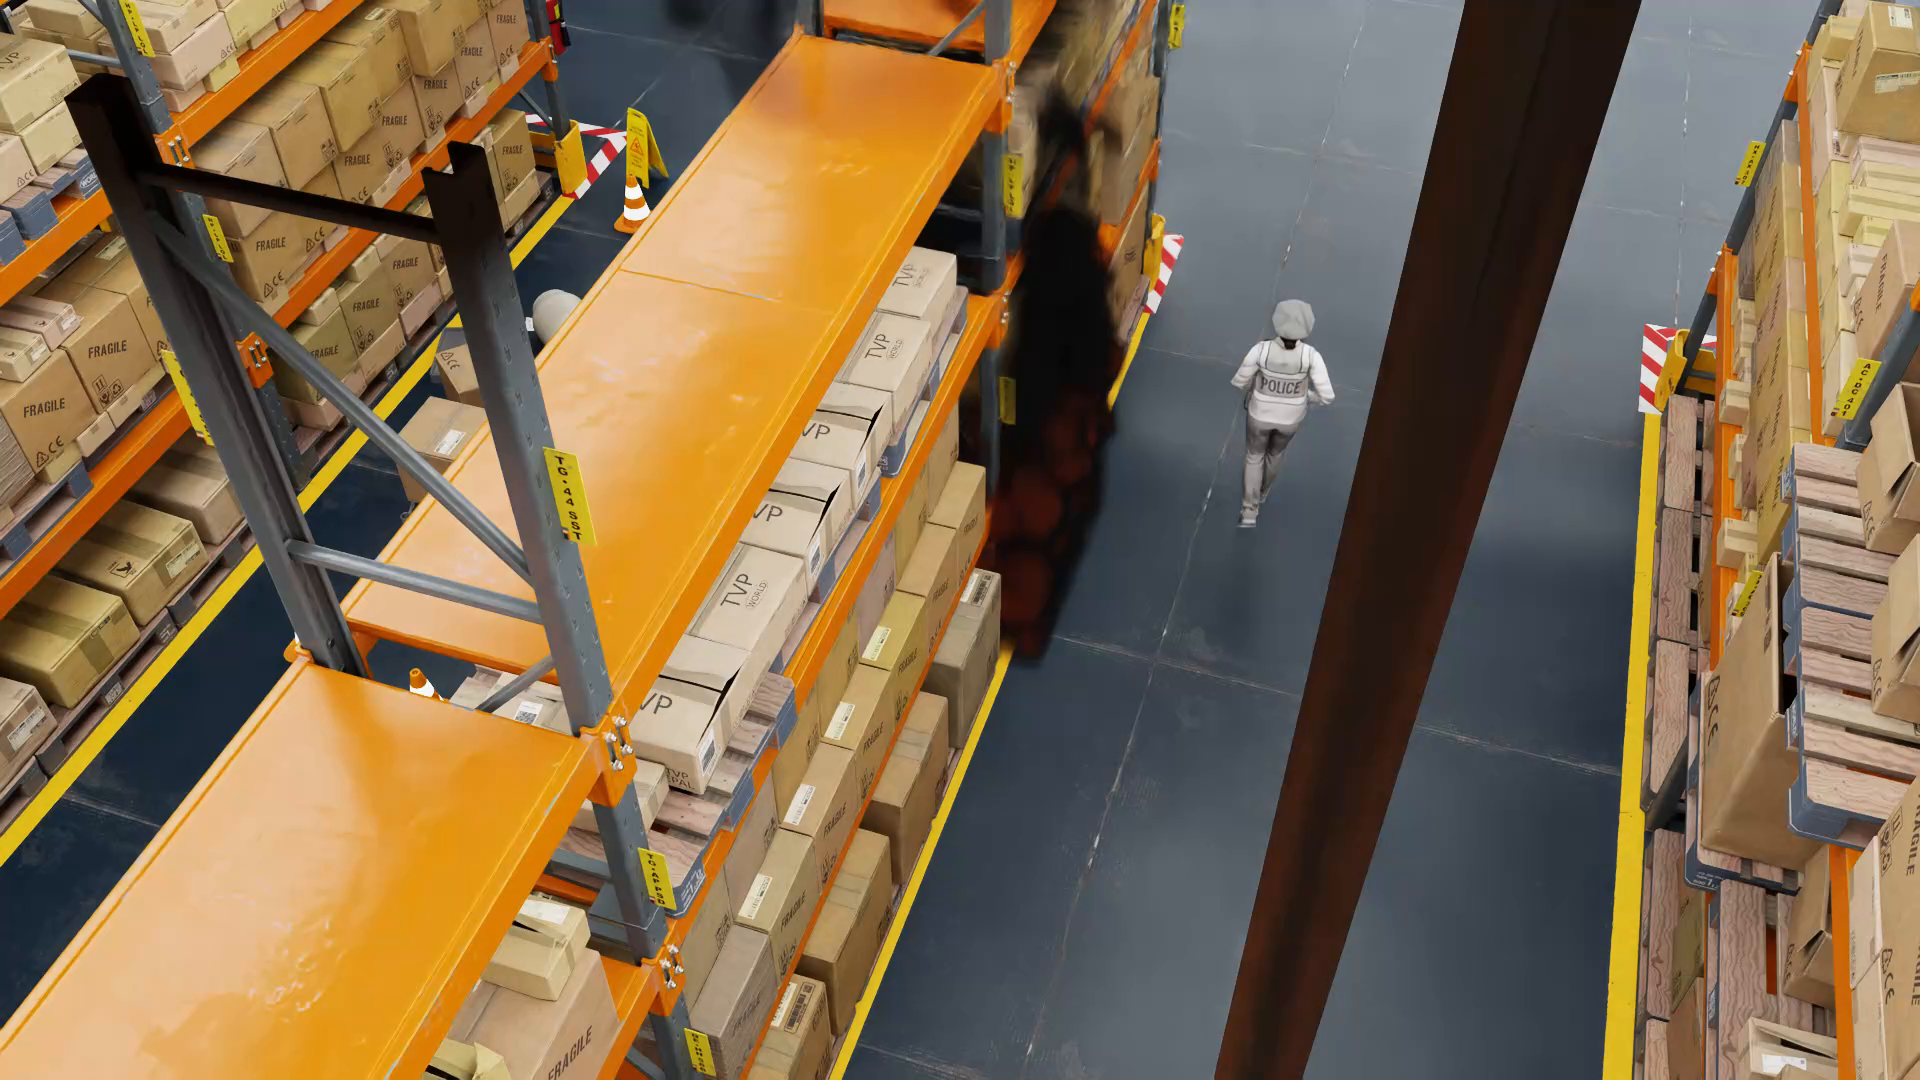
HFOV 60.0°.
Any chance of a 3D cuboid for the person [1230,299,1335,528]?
[{"bbox_3d":[1.962,-0.767,10.318,0.625,1.699,0.668,7,46,6],"label":"person"}]
